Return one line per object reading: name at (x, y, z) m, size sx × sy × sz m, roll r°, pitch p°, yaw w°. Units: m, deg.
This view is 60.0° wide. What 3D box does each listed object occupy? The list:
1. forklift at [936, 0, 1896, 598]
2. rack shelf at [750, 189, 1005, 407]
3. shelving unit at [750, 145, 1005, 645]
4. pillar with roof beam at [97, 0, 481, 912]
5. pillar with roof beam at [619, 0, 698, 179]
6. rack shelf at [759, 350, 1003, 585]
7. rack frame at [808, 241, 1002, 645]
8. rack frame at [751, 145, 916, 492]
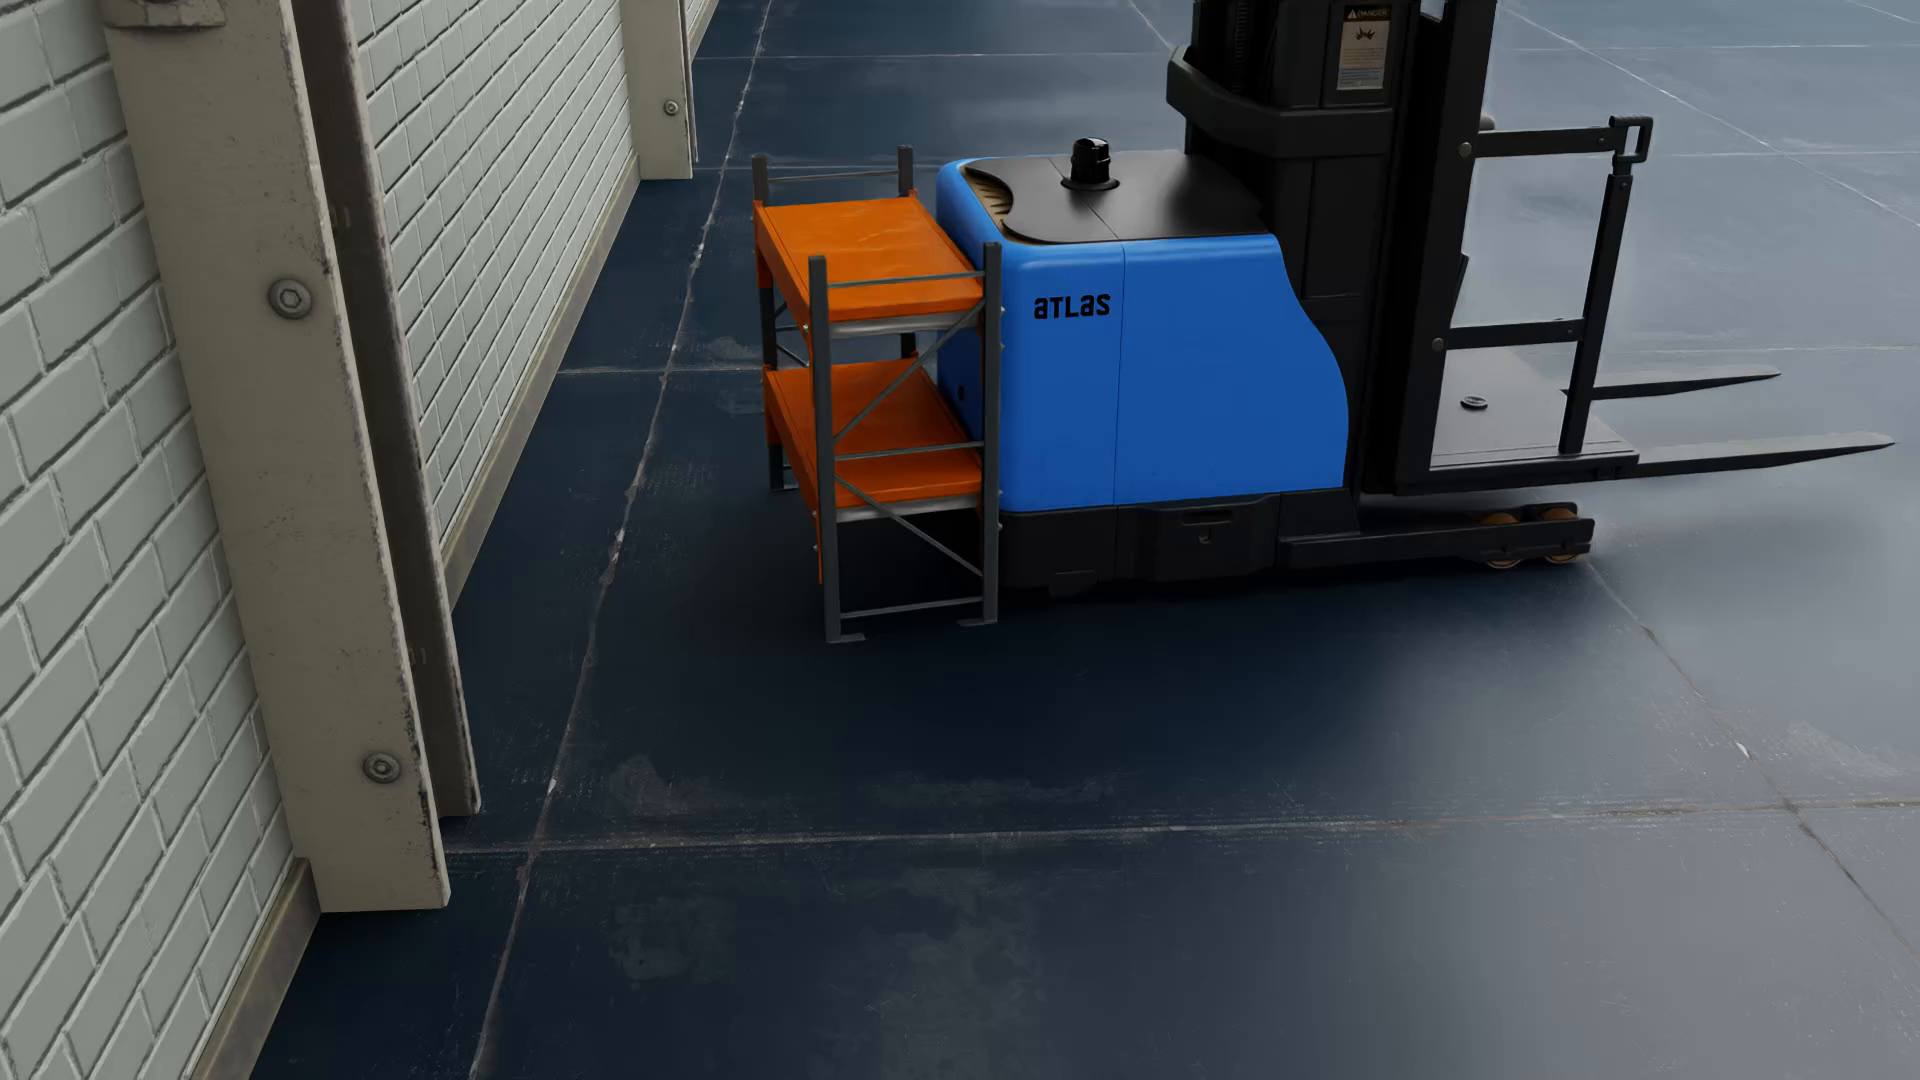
forklift at (1.478, -1.447, 4.856) m, size 3.031 × 2.935 × 1.130 m, roll -5°, pitch 28°, yaw -9°
rack shelf at (-0.264, -0.726, 4.793) m, size 0.538 × 0.278 × 1.000 m, roll -7°, pitch 28°, yaw -13°
shelving unit at (-0.264, -0.467, 4.928) m, size 0.538 × 1.125 × 1.048 m, roll -7°, pitch 28°, yaw -13°
pillar with roof beam at (2.994, -3.366, 1.974) m, size 9.100 × 9.000 × 0.400 m, roll -1°, pitch 28°, yaw -3°
pillar with roof beam at (2.681, -6.137, 7.286) m, size 9.100 × 9.000 × 0.400 m, roll -1°, pitch 28°, yaw -3°
rack shelf at (-0.264, -0.250, 5.041) m, size 0.538 × 0.278 × 1.000 m, roll -7°, pitch 28°, yaw -13°
rack frame at (-0.138, -0.239, 4.492) m, size 0.500 × 1.125 × 0.032 m, roll -7°, pitch 28°, yaw -13°
rack frame at (-0.391, -0.694, 5.365) m, size 0.500 × 1.125 × 0.032 m, roll -7°, pitch 28°, yaw -13°
